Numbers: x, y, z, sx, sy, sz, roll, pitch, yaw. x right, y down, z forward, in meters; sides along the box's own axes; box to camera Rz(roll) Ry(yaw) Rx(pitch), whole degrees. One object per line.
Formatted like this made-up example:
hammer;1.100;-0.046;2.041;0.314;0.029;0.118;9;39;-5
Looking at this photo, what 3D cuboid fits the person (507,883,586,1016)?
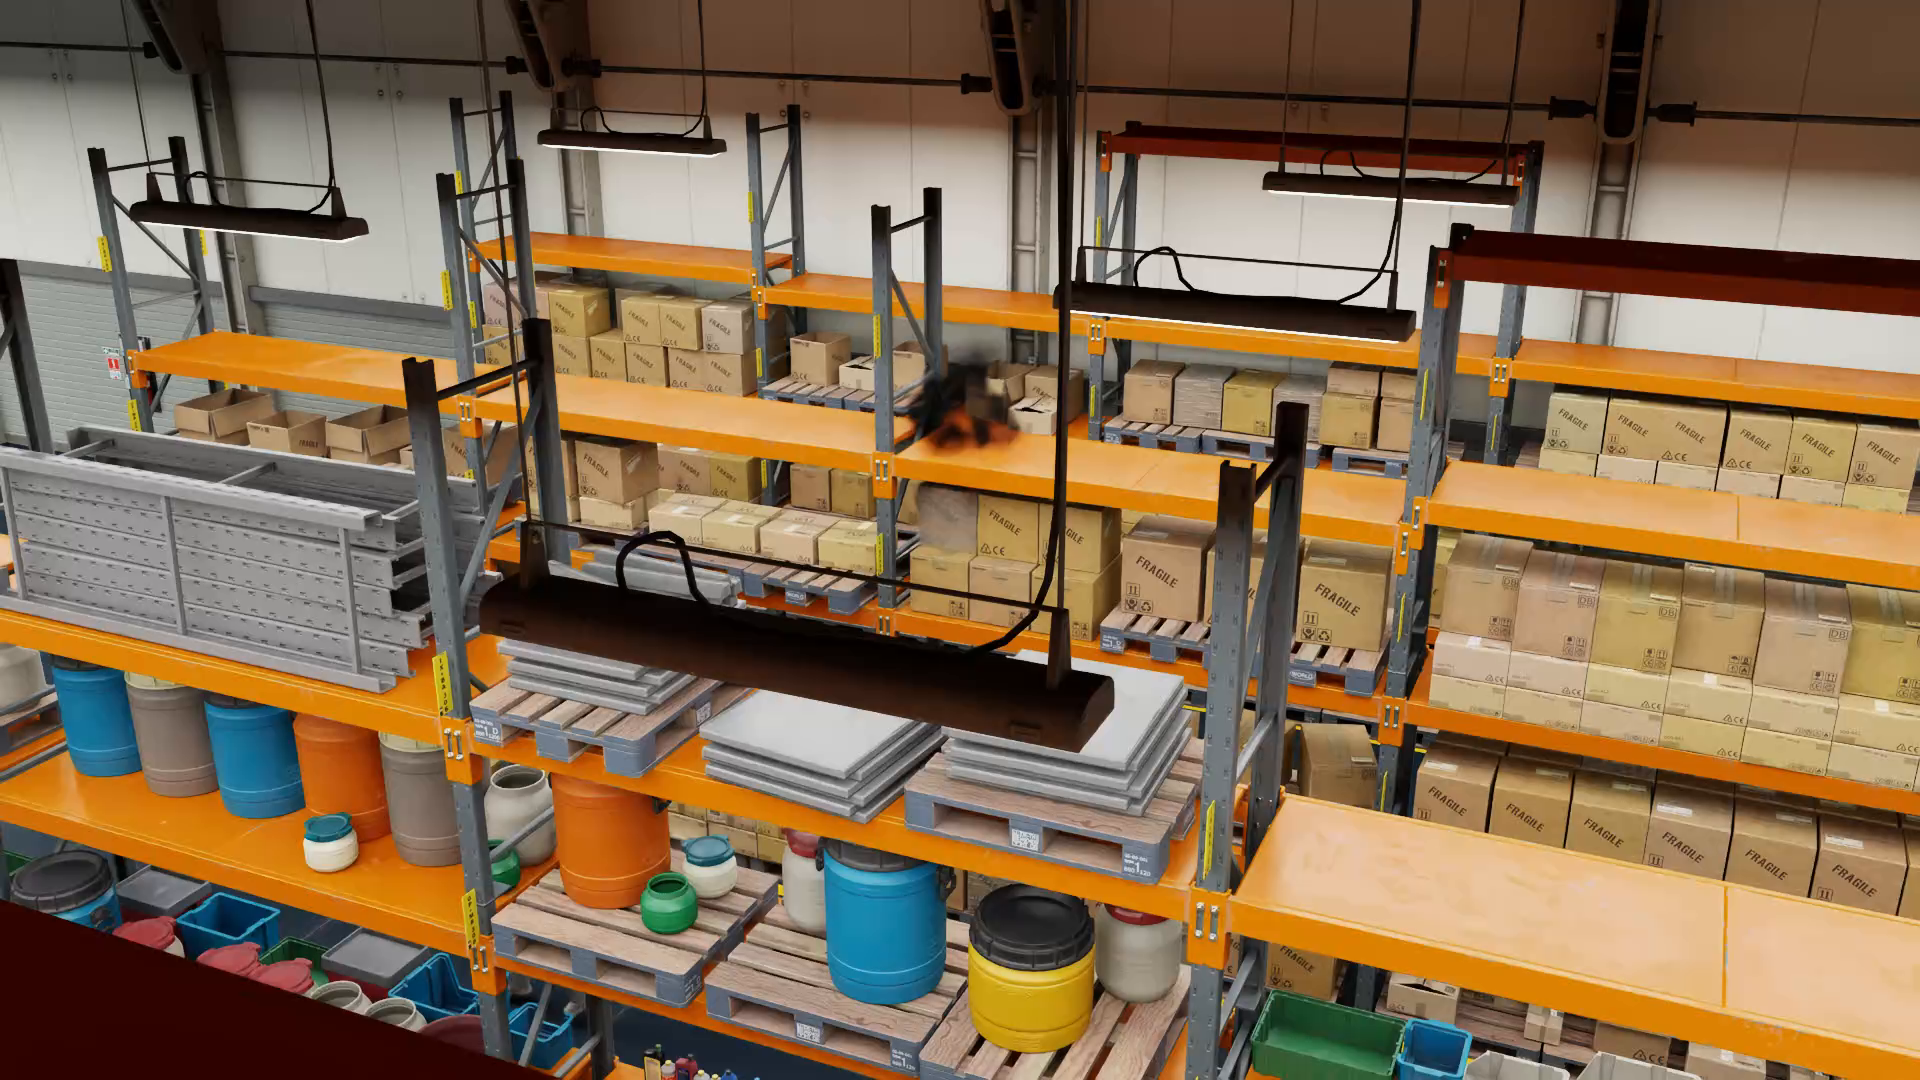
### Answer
person;-3.223;2.797;12.625;1.044;1.781;0.694;5;21;12
